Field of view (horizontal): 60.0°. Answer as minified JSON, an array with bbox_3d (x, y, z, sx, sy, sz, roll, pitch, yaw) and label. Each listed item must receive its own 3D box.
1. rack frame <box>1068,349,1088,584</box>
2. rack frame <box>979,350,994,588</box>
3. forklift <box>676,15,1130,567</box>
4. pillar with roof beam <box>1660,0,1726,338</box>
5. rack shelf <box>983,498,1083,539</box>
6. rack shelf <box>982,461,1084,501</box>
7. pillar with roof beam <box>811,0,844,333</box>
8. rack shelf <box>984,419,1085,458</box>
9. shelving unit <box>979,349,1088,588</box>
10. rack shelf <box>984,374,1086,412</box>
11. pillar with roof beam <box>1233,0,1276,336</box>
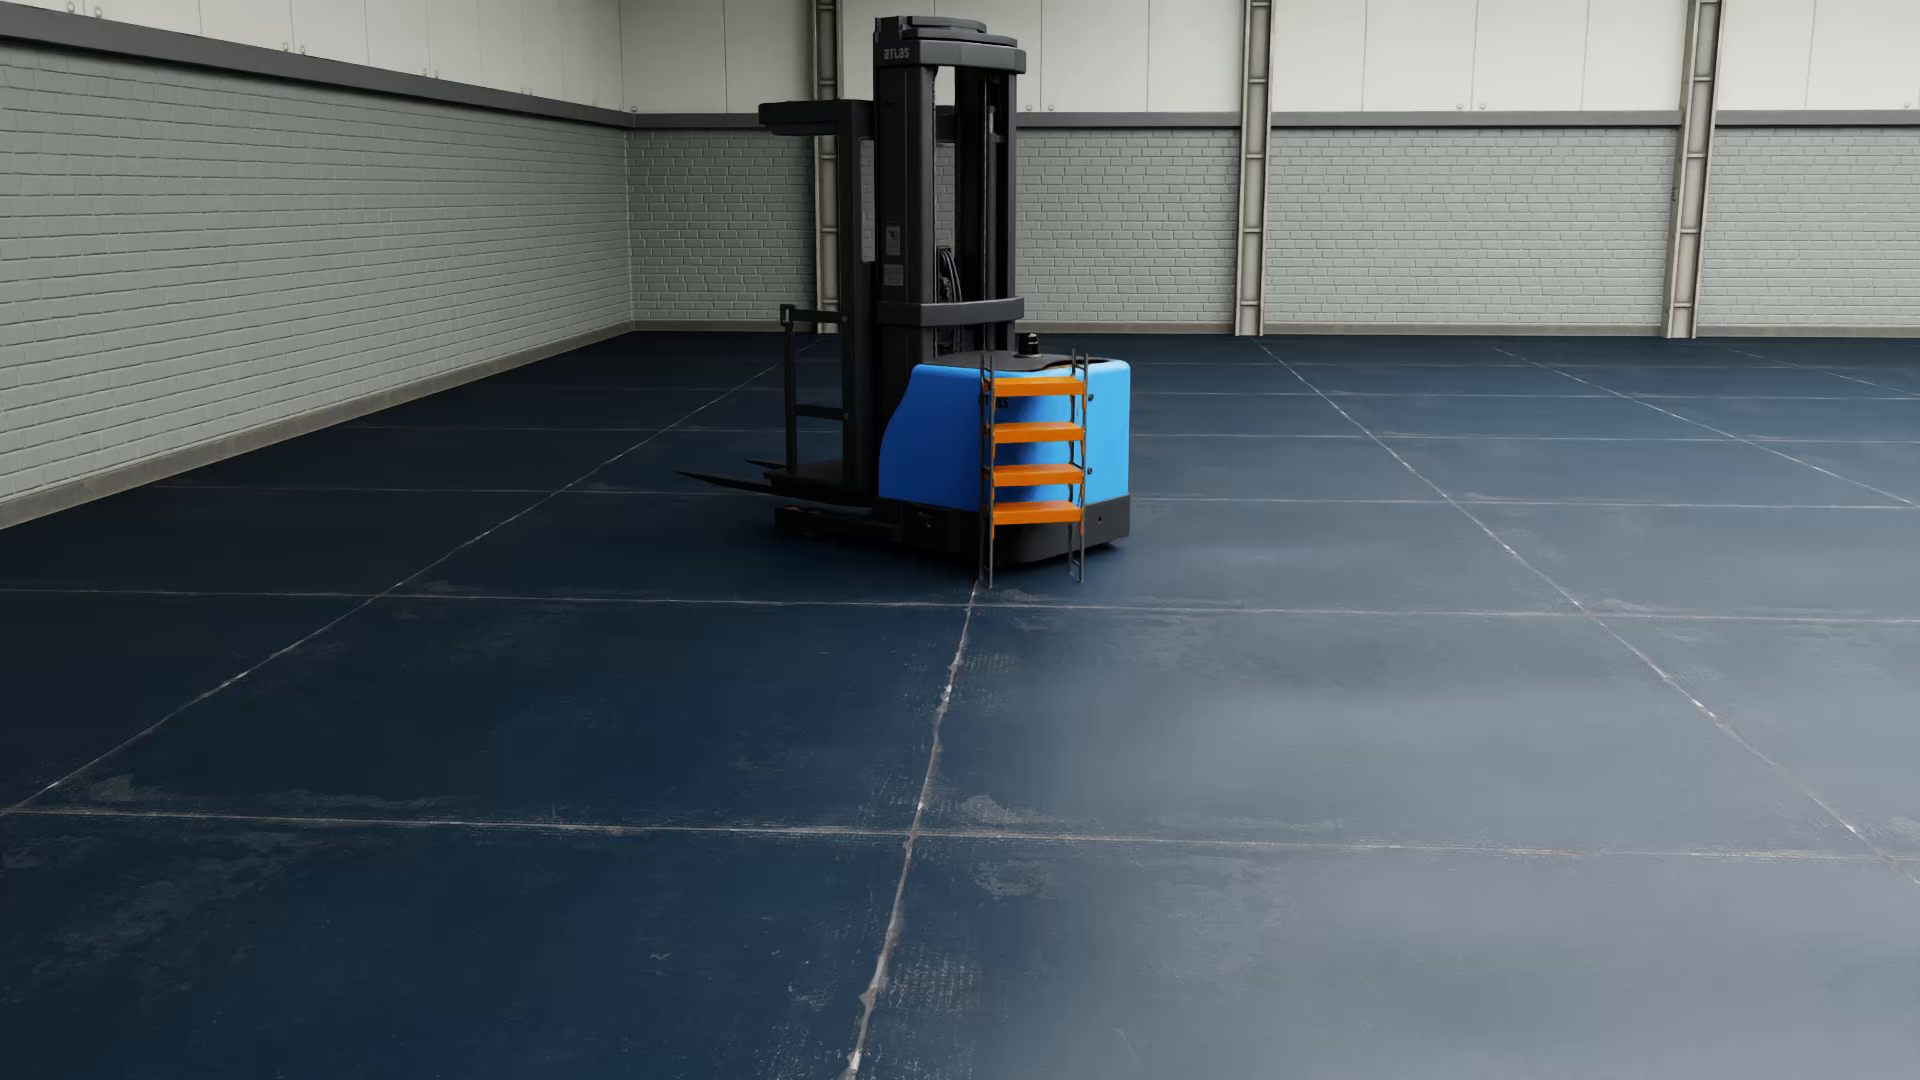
[{"bbox_3d":[0.613,-0.383,8.657,0.015,1.200,0.240,-3,13,-12],"label":"rack frame"},{"bbox_3d":[0.136,-0.362,8.553,0.015,1.200,0.240,-3,13,-12],"label":"rack frame"},{"bbox_3d":[-0.477,-1.517,9.861,3.031,2.935,1.130,10,15,39],"label":"forklift"},{"bbox_3d":[9.826,-6.385,18.312,0.400,9.000,9.100,1,12,4],"label":"pillar with roof beam"},{"bbox_3d":[0.374,-0.113,8.664,0.480,0.148,0.258,-3,13,-12],"label":"rack shelf"},{"bbox_3d":[0.374,-0.307,8.620,0.480,0.148,0.258,-3,13,-12],"label":"rack shelf"},{"bbox_3d":[-2.147,-6.549,19.097,0.400,9.000,9.100,1,12,4],"label":"pillar with roof beam"},{"bbox_3d":[0.375,-0.525,8.570,0.480,0.148,0.258,-3,13,-12],"label":"rack shelf"},{"bbox_3d":[0.375,-0.372,8.605,0.503,1.200,0.258,-3,13,-12],"label":"shelving unit"},{"bbox_3d":[0.376,-0.755,8.517,0.480,0.148,0.258,-3,13,-12],"label":"rack shelf"},{"bbox_3d":[3.839,-6.467,18.704,0.400,9.000,9.100,1,12,4],"label":"pillar with roof beam"}]
